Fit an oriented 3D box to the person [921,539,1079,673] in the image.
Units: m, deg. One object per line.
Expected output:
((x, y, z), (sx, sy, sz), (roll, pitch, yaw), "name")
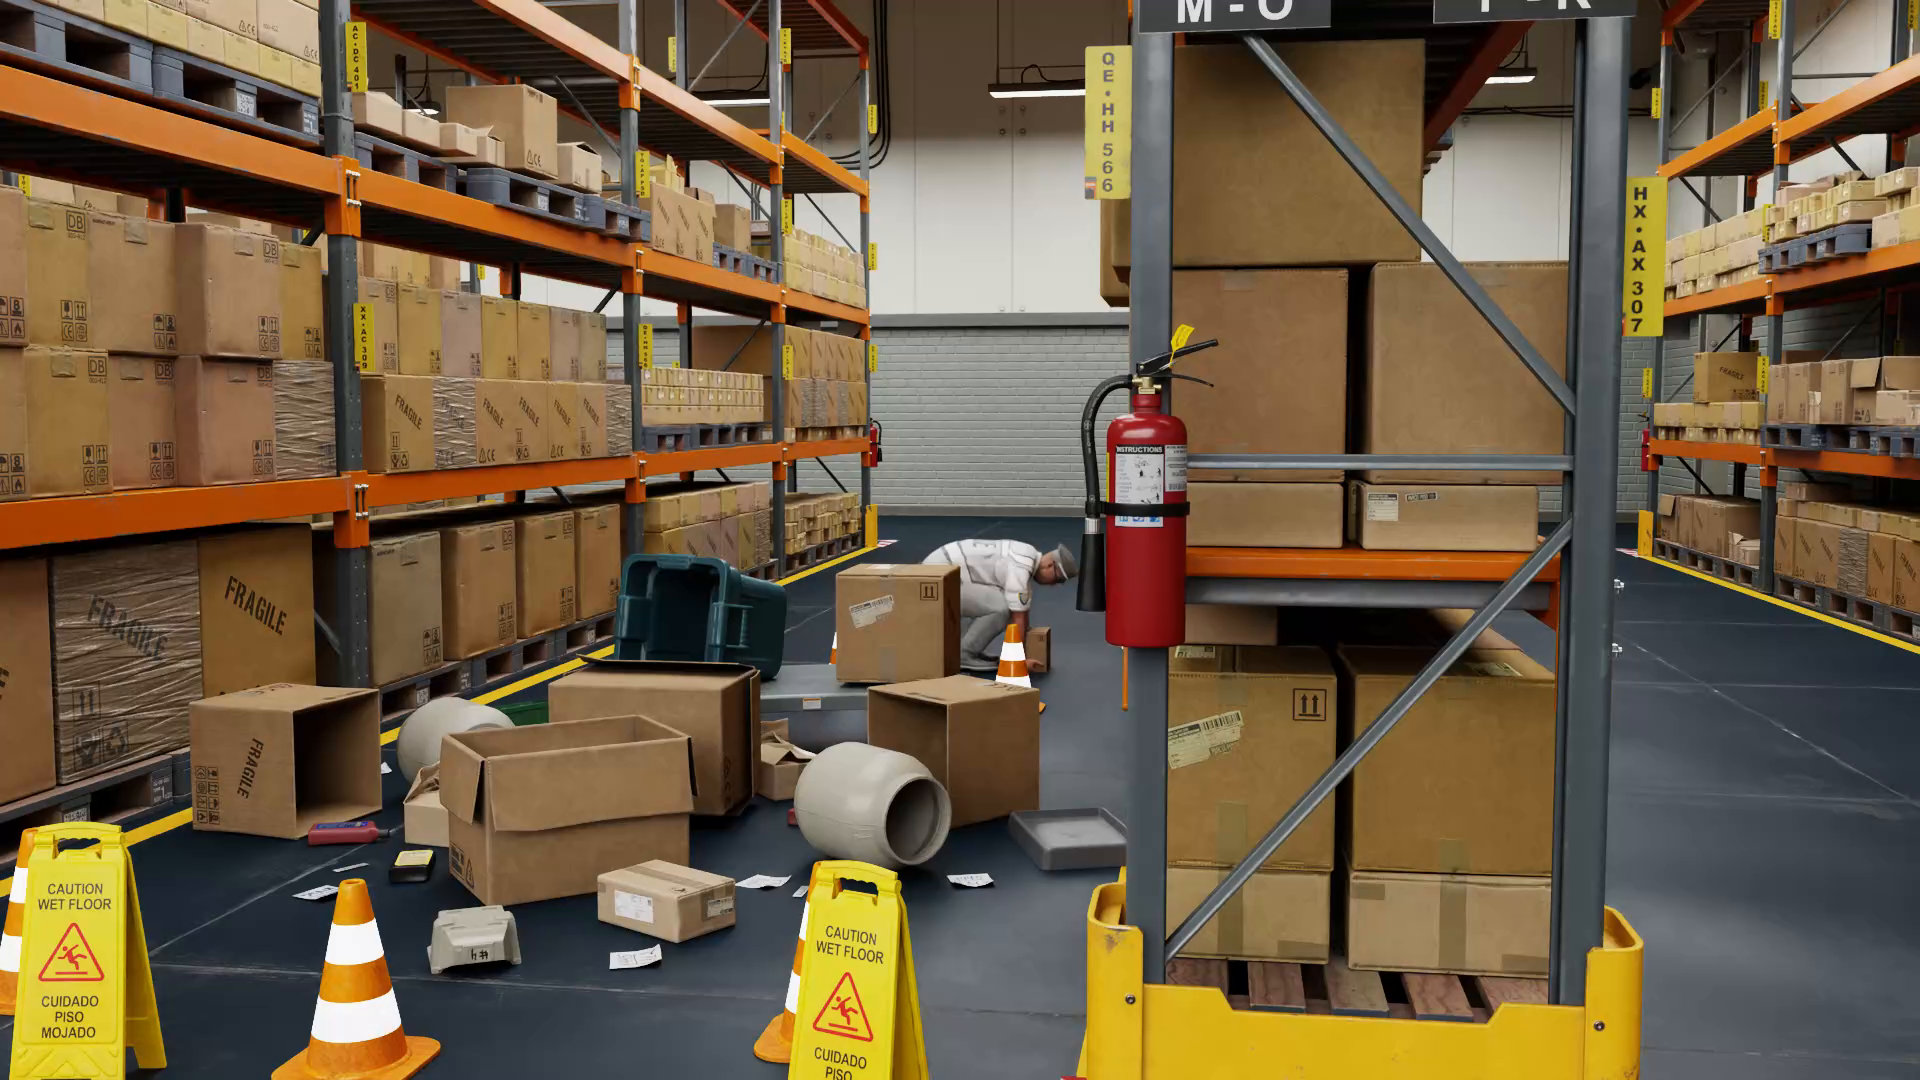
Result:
((0.243, 0.415, 10.464), (1.027, 0.833, 0.524), (1, 4, 7), "person")
